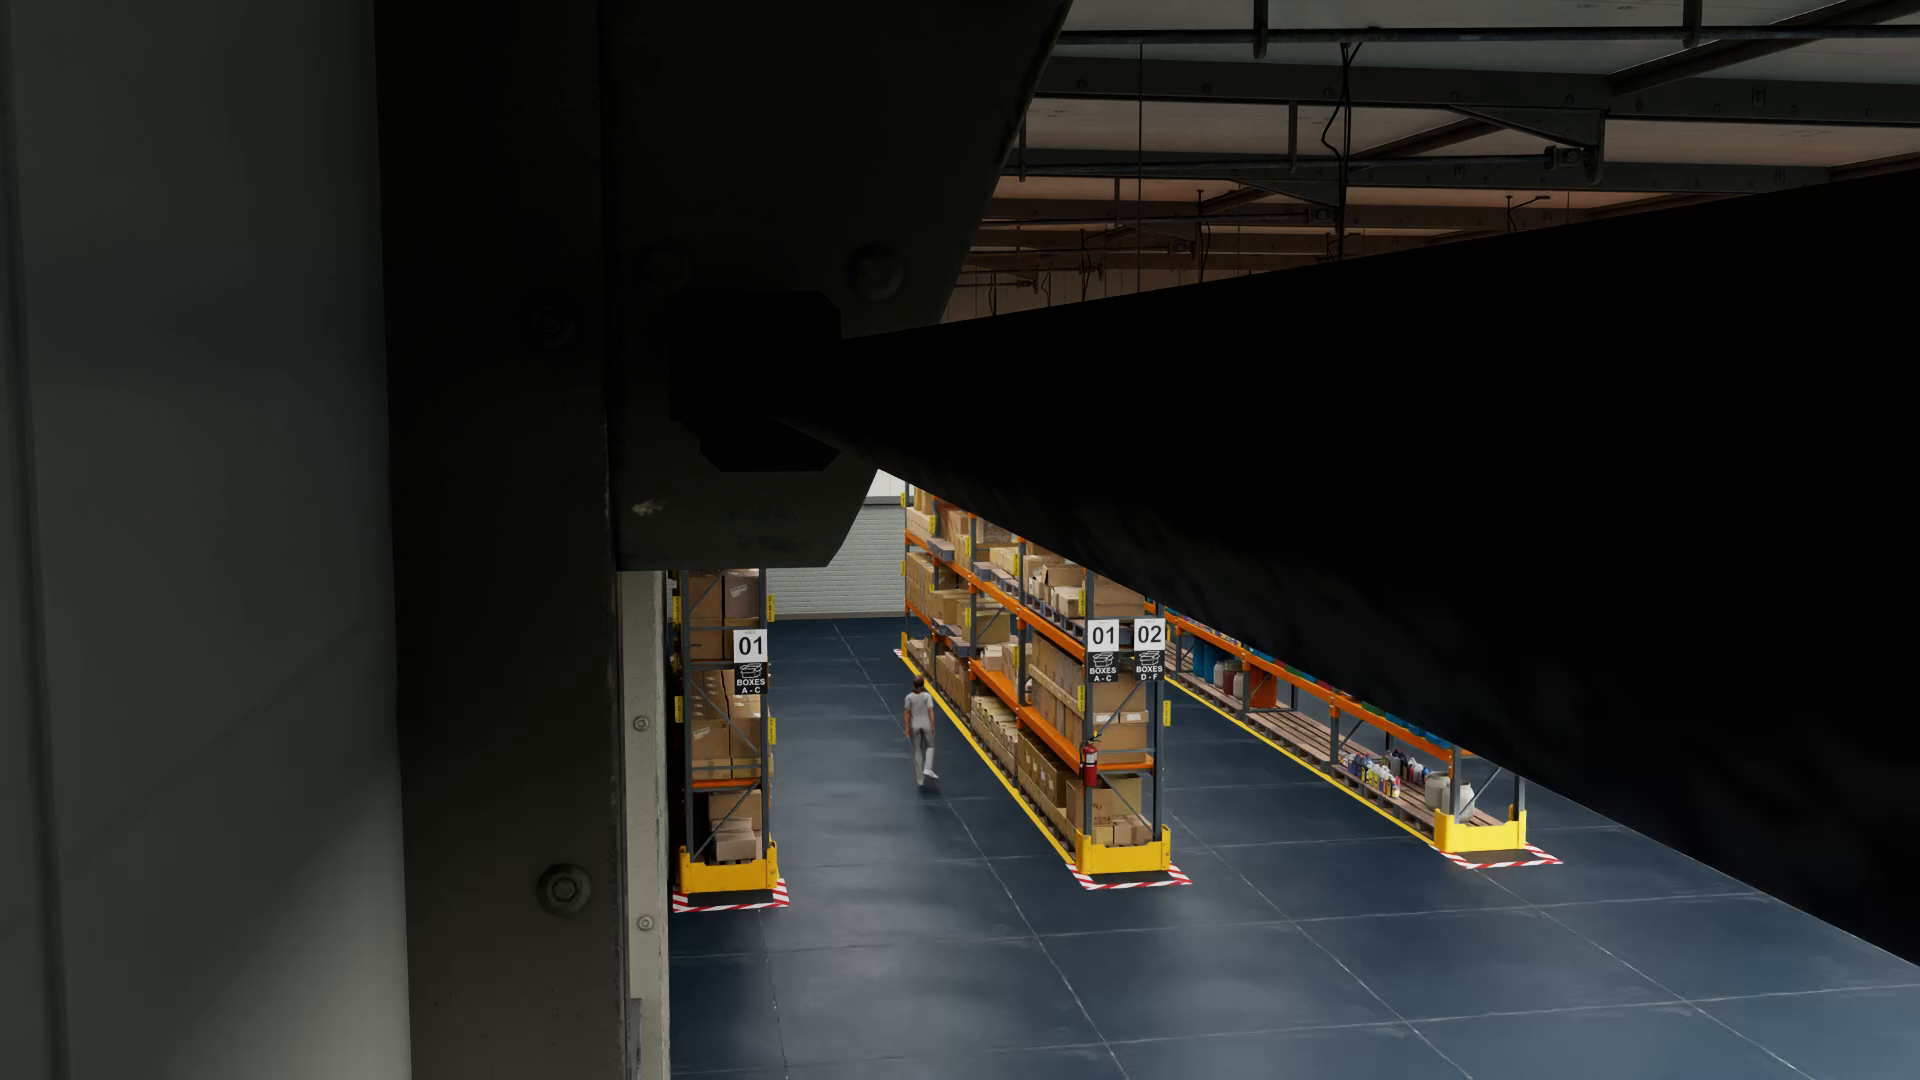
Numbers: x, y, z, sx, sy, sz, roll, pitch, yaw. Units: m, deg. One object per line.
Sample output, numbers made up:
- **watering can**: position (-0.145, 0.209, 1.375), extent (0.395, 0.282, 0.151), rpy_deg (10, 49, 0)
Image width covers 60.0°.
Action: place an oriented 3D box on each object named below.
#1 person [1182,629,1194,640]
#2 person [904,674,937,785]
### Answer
- **person**: position (5.387, 1.447, 38.588), extent (0.579, 1.711, 1.132), rpy_deg (-3, 7, -28)
- **person**: position (-0.593, 2.880, 25.260), extent (0.501, 1.661, 0.471), rpy_deg (0, 6, -1)
